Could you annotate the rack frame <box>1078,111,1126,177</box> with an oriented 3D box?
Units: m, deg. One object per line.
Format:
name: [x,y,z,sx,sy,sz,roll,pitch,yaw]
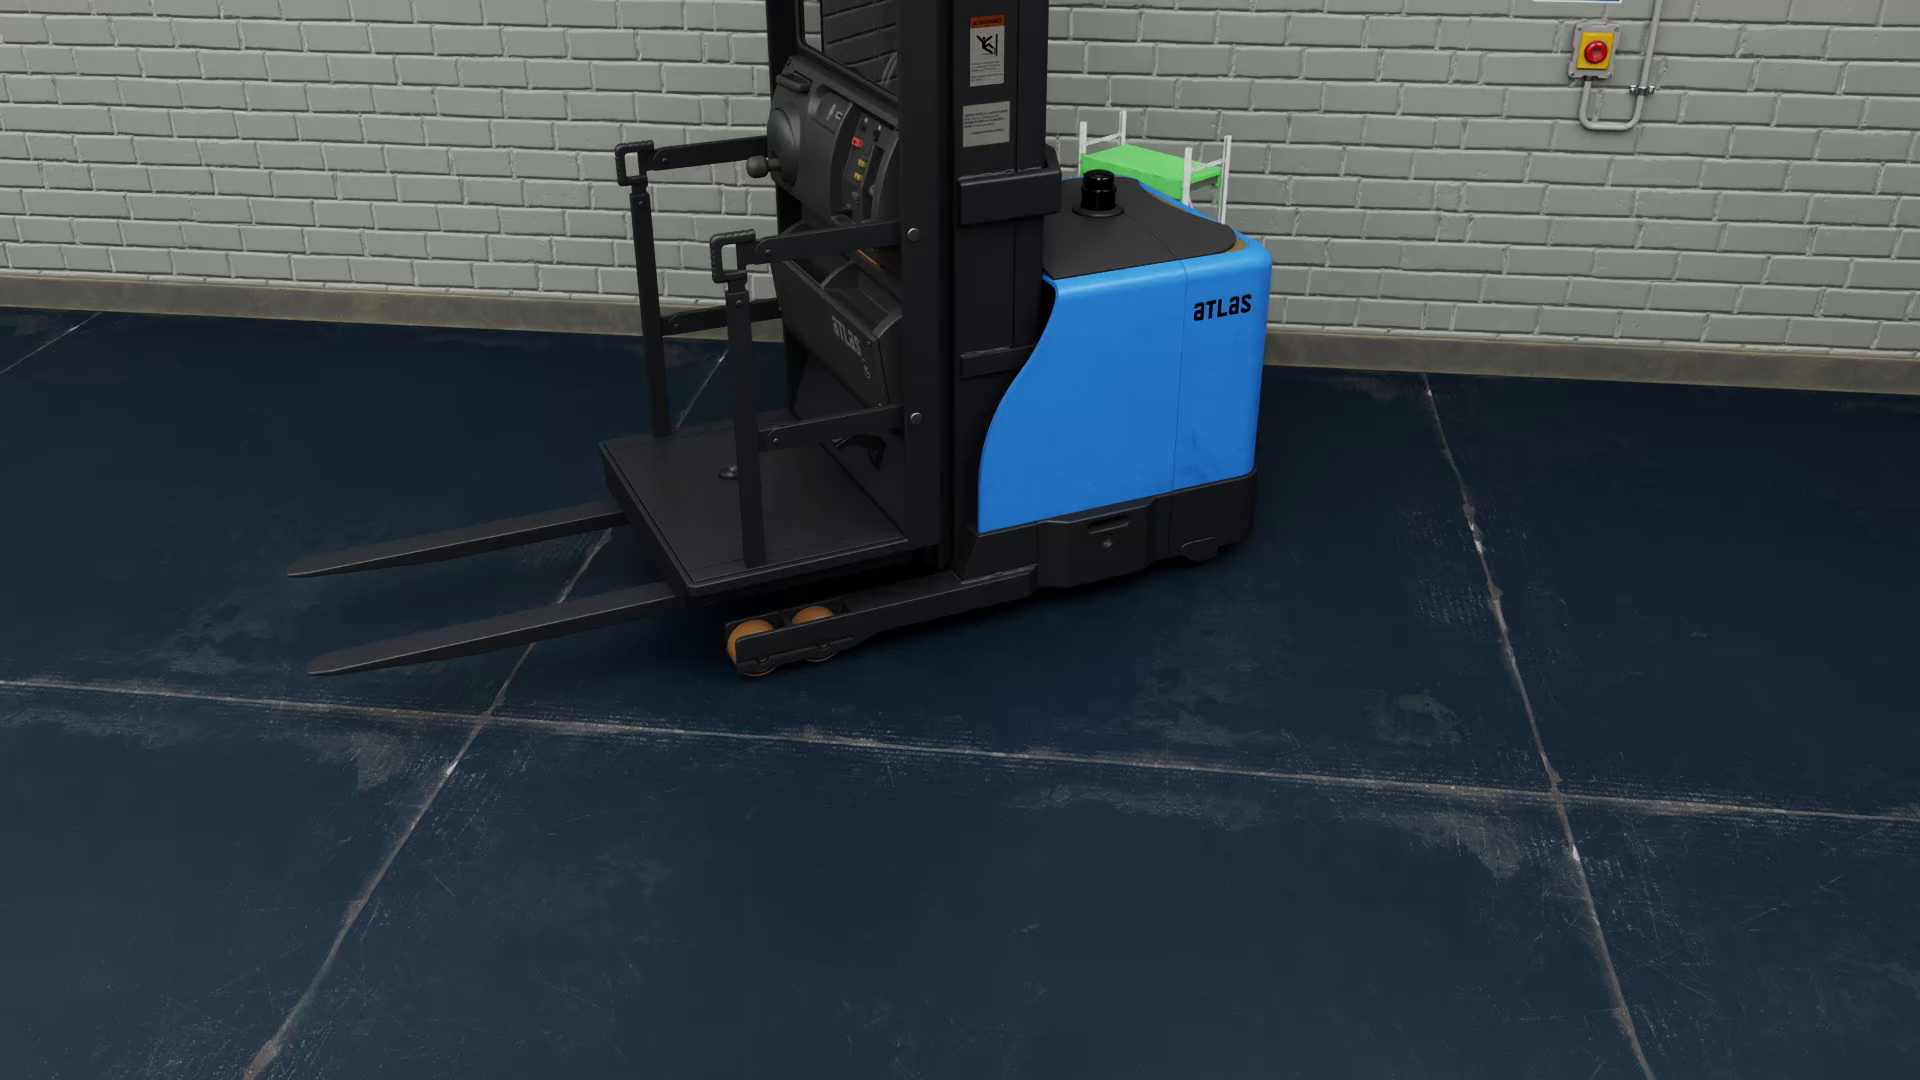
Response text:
rack frame: [0.527,-1.026,6.389,0.240,1.200,0.015,-25,37,-38]

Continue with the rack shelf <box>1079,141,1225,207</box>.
rack shelf: [0.697,-1.309,6.037,0.258,0.148,0.480,-25,37,-38]

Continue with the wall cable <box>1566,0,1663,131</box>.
wall cable: [2.390,-2.454,6.038,0.585,1.953,0.123,3,28,6]

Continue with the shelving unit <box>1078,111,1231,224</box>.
shelving unit: [0.697,-0.942,6.234,0.258,1.200,0.503,-25,37,-38]

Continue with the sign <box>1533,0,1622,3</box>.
sign: [2.349,-2.144,6.281,0.327,0.218,0.001,3,28,6]

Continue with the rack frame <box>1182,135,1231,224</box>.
rack frame: [0.867,-0.859,6.080,0.240,1.200,0.015,-25,37,-38]

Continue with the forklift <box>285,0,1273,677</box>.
forklift: [-0.565,-1.167,4.826,3.031,2.935,1.130,-12,31,-22]
